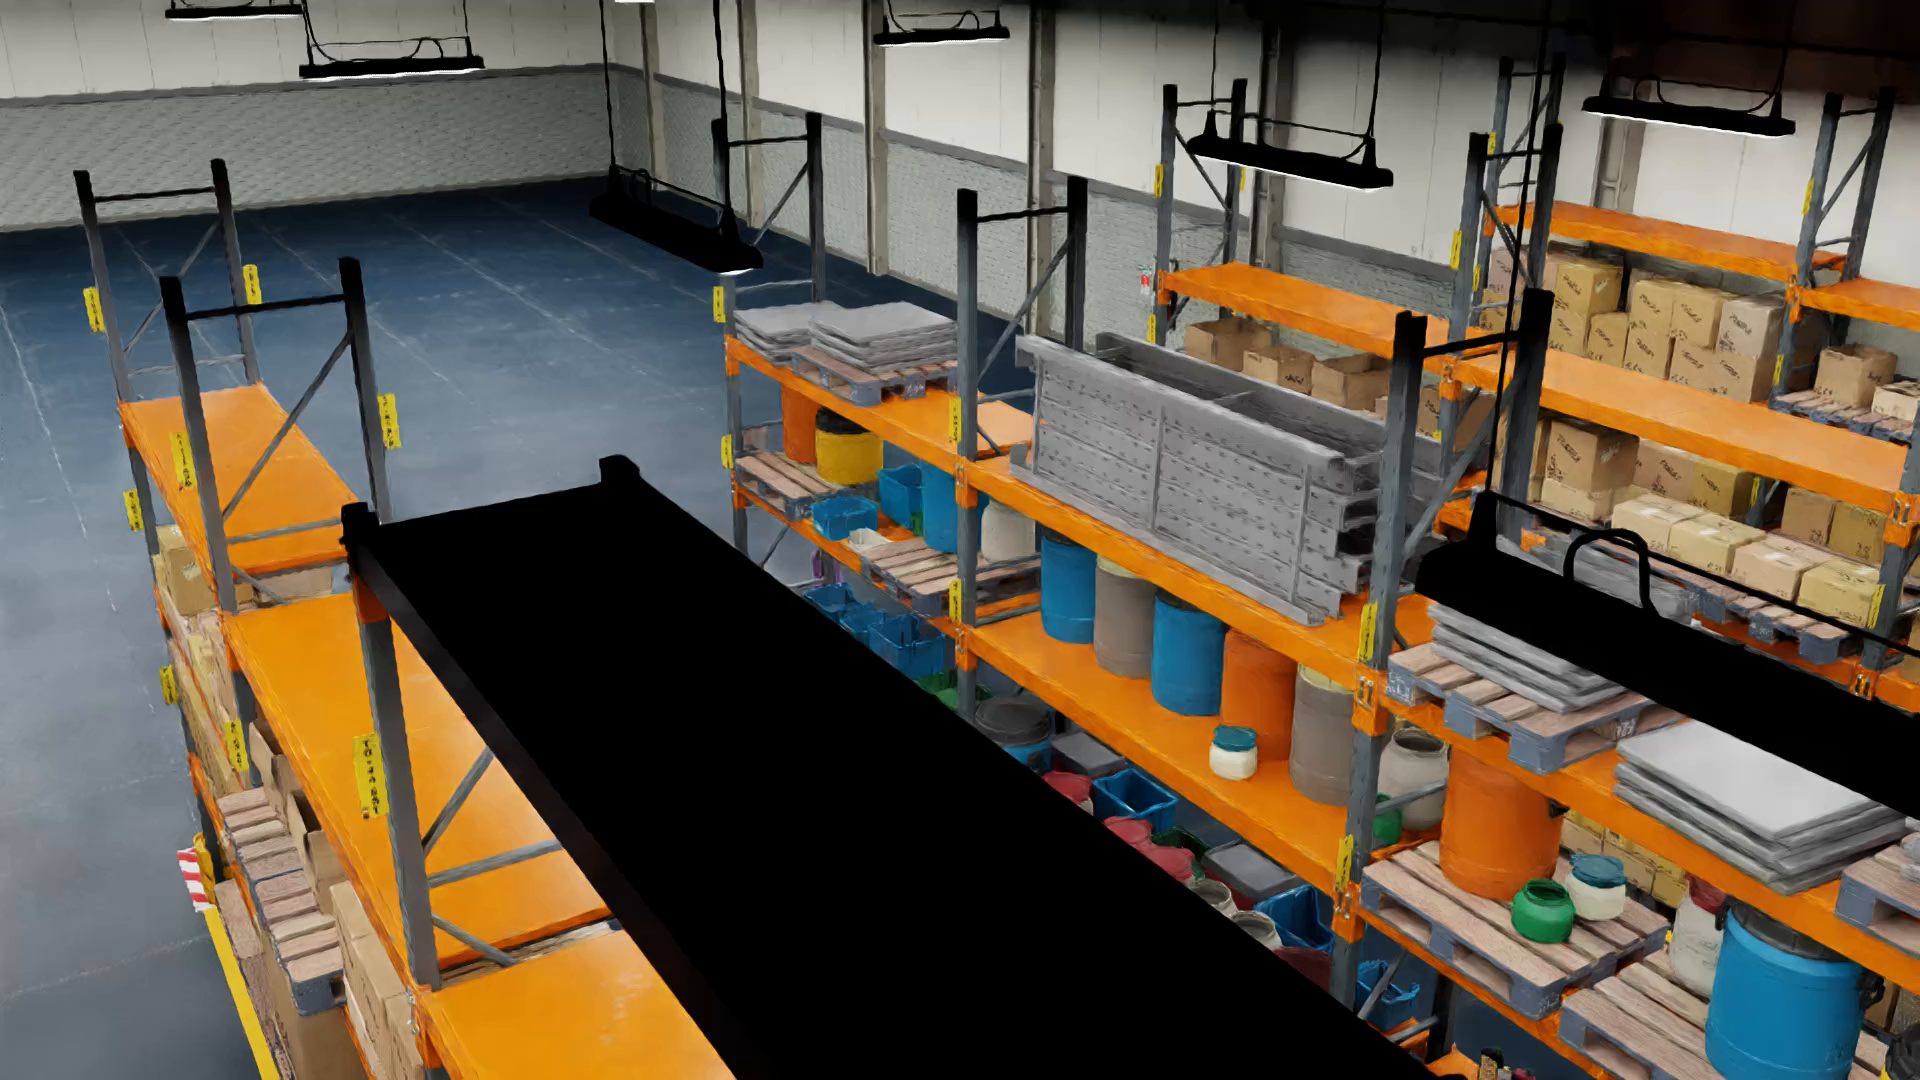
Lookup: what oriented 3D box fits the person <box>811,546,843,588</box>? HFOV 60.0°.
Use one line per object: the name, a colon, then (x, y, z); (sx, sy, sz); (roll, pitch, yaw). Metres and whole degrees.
person: (-1.343, 0.479, 18.050); (0.454, 1.585, 0.552); (6, 23, 14)
